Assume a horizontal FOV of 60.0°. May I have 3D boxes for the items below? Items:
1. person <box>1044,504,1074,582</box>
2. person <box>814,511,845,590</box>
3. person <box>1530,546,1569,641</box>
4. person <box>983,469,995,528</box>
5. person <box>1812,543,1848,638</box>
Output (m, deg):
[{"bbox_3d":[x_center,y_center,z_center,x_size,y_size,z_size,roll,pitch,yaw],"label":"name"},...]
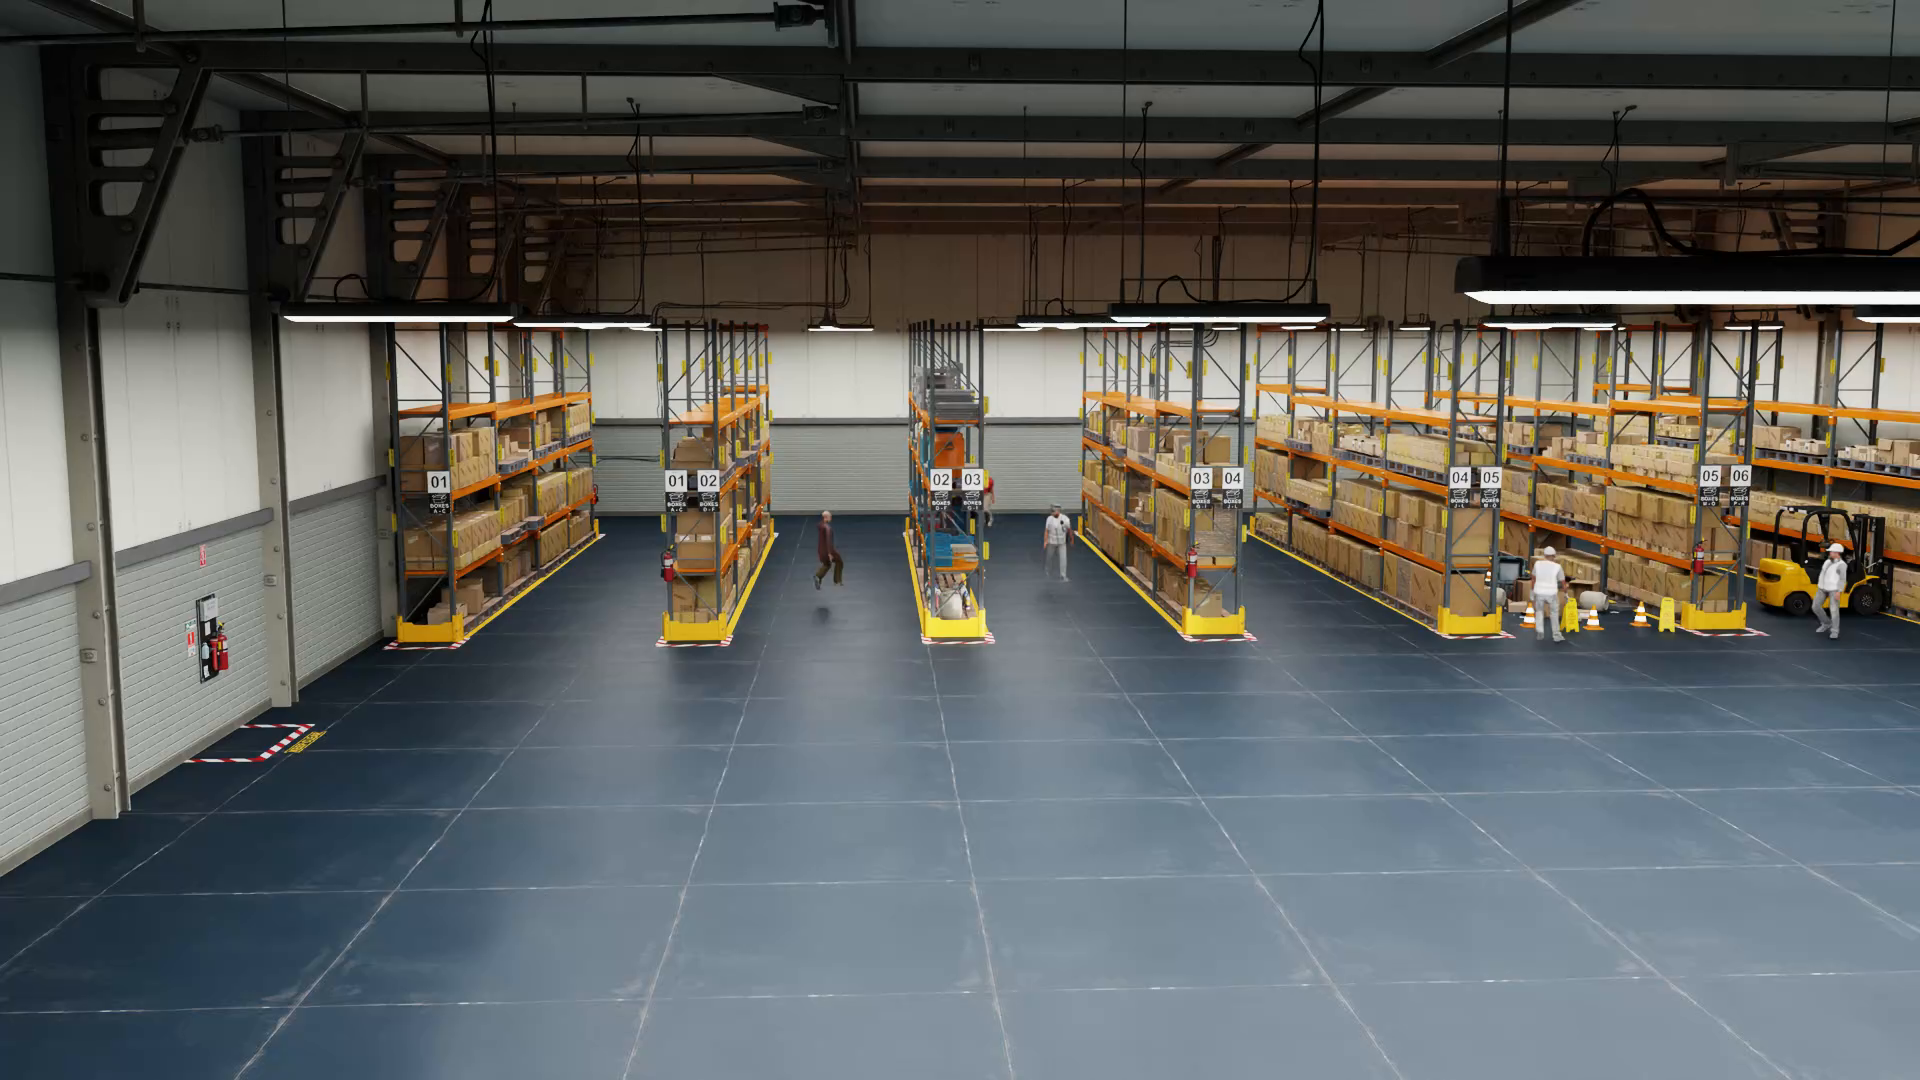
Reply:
[{"bbox_3d":[2.189,0.052,36.653,0.720,1.695,1.008,-1,7,-11],"label":"person"},{"bbox_3d":[-2.785,0.214,35.829,0.907,1.721,0.541,-7,10,-44],"label":"person"},{"bbox_3d":[11.008,0.999,31.030,0.680,1.778,0.596,6,9,38],"label":"person"},{"bbox_3d":[0.712,-1.239,49.461,0.528,1.765,0.466,6,9,41],"label":"person"},{"bbox_3d":[16.548,0.944,31.571,0.452,1.775,0.612,-3,8,-24],"label":"person"}]
